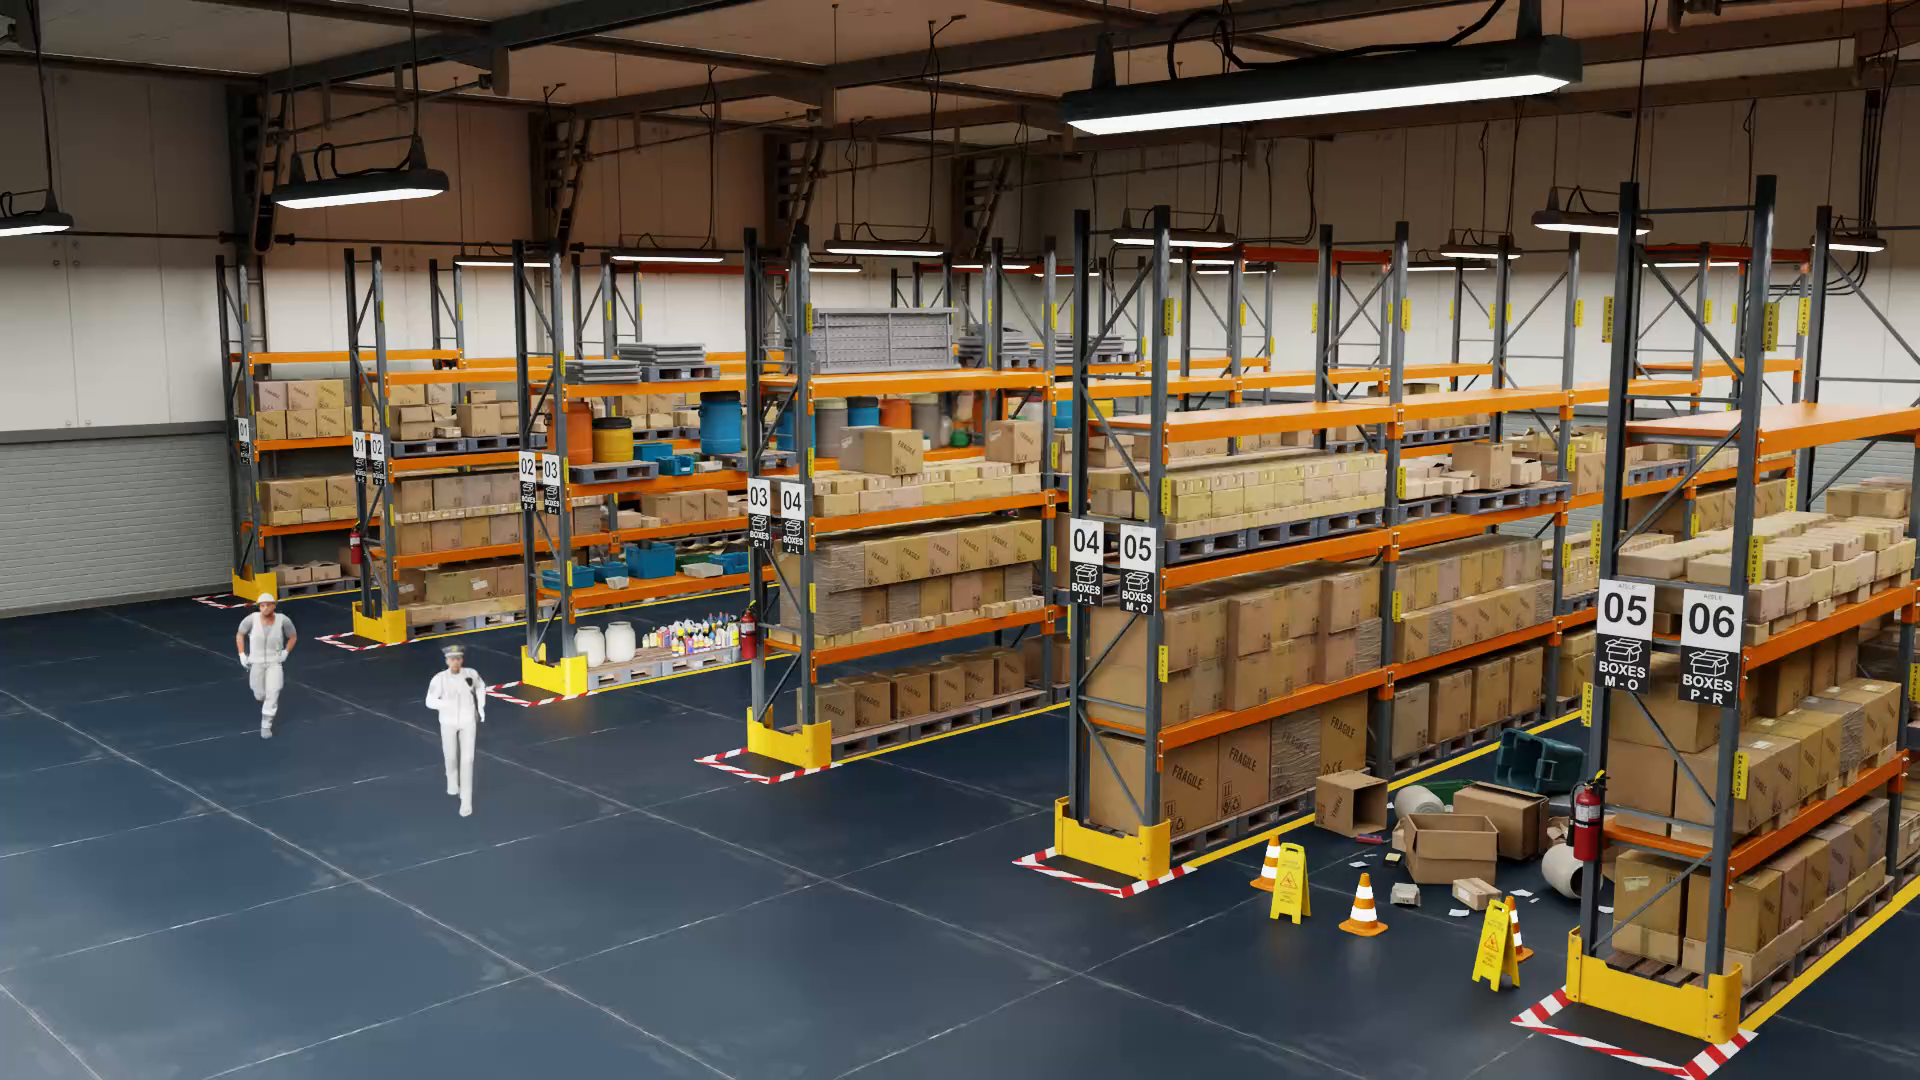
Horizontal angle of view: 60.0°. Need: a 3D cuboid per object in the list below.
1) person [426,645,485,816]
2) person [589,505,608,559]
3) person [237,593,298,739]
[{"bbox_3d":[-5.172,1.892,17.107,0.598,1.702,0.919,-3,9,-20],"label":"person"},{"bbox_3d":[-6.942,-0.111,31.665,0.510,1.570,0.636,7,11,41],"label":"person"},{"bbox_3d":[-8.389,1.479,20.180,0.683,1.751,0.776,-2,8,-16],"label":"person"}]
